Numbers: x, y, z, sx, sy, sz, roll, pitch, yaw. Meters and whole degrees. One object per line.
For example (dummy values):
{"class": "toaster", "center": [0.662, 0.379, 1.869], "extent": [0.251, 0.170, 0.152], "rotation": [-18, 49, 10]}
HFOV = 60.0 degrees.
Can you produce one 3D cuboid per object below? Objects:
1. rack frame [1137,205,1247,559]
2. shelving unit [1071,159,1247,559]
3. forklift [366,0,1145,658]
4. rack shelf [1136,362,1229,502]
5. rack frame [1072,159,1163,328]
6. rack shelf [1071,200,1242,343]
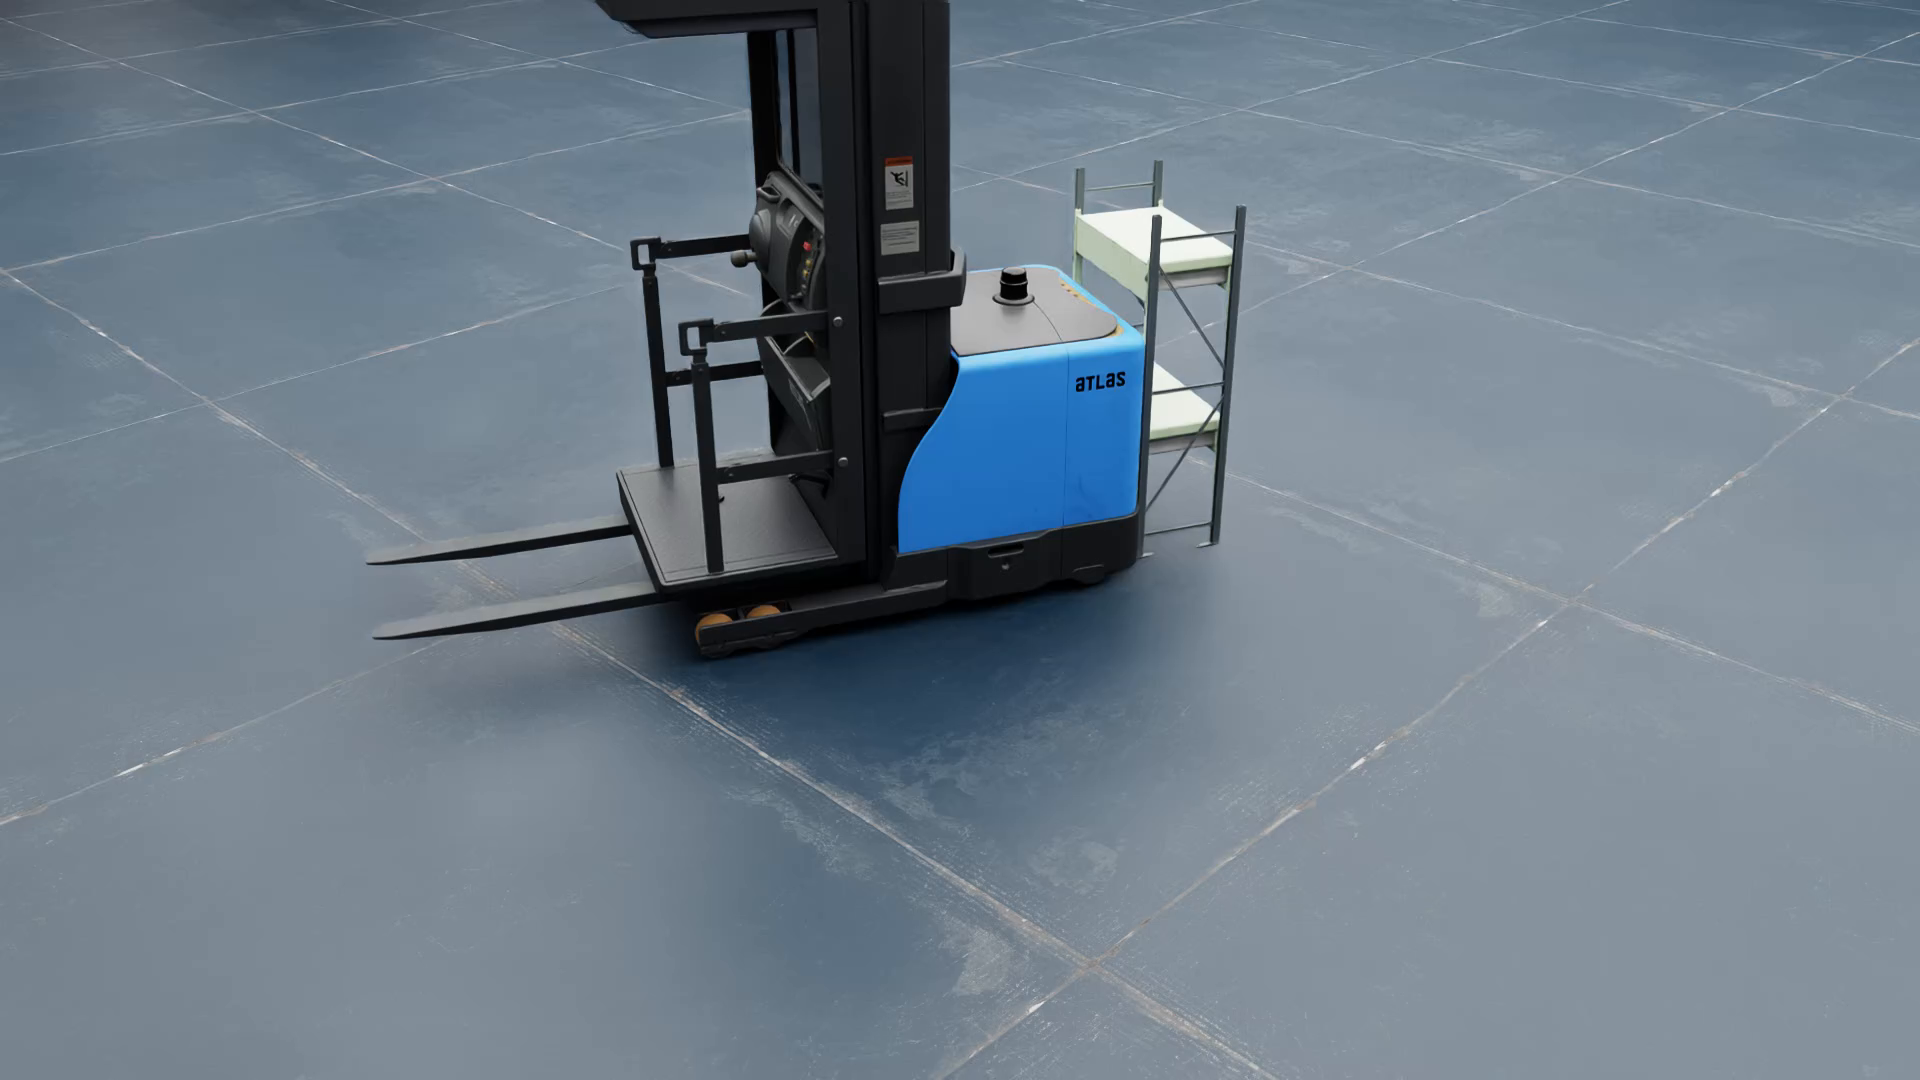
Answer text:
{"class": "rack frame", "center": [0.932, -0.618, 6.813], "extent": [0.400, 1.500, 0.023], "rotation": [-10, 29, -18]}
{"class": "shelving unit", "center": [0.806, -0.778, 7.118], "extent": [0.431, 1.500, 0.755], "rotation": [-10, 29, -18]}
{"class": "forklift", "center": [-0.835, -1.122, 6.235], "extent": [3.031, 2.935, 1.130], "rotation": [-9, 29, -17]}
{"class": "rack shelf", "center": [0.806, -0.489, 7.269], "extent": [0.431, 0.370, 0.720], "rotation": [-10, 29, -18]}
{"class": "rack frame", "center": [0.680, -0.938, 7.422], "extent": [0.400, 1.500, 0.023], "rotation": [-10, 29, -18]}
{"class": "rack shelf", "center": [0.806, -1.123, 6.936], "extent": [0.431, 0.370, 0.720], "rotation": [-10, 29, -18]}
